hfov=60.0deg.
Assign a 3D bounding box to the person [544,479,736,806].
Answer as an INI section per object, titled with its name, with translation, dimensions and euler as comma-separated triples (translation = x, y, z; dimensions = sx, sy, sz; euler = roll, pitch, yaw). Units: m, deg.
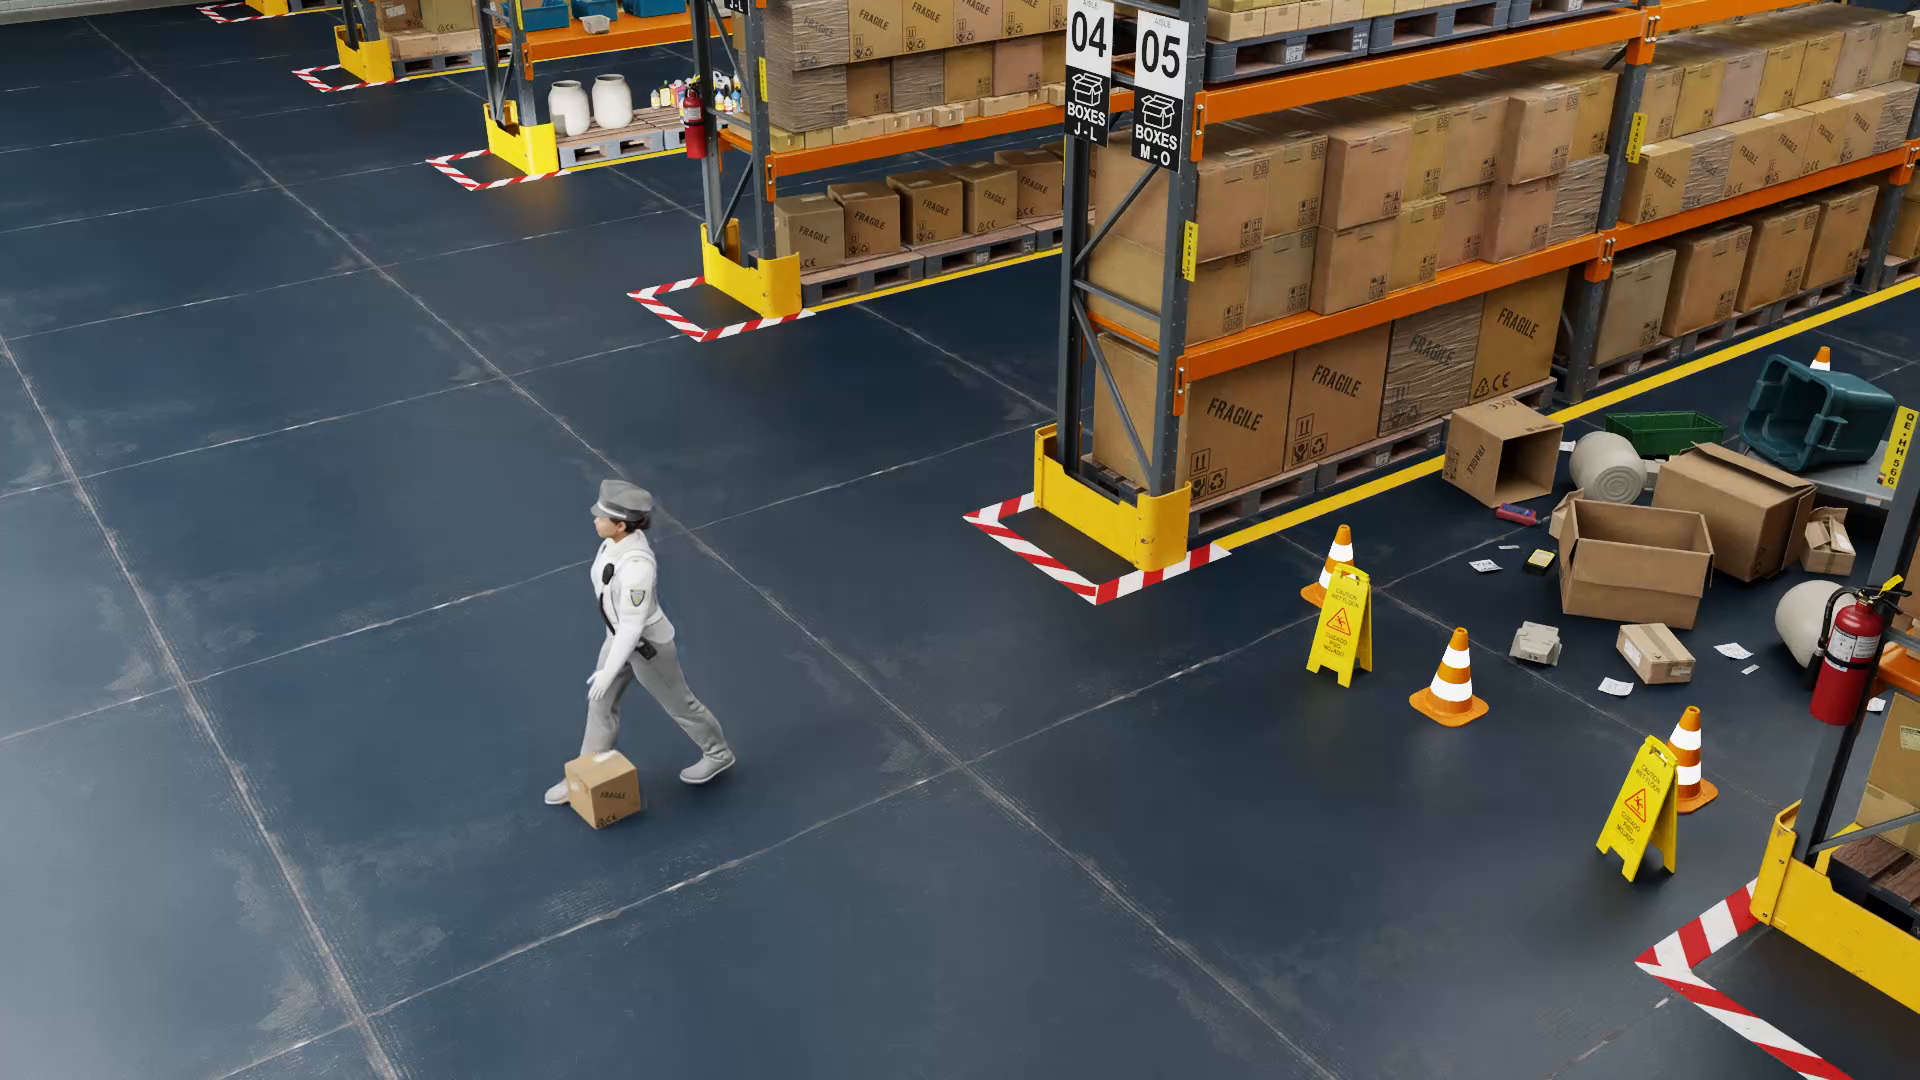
[person]
translation = -1.541, 0.495, 7.691
dimensions = 0.905, 1.678, 0.518
euler = -13, 31, -22
